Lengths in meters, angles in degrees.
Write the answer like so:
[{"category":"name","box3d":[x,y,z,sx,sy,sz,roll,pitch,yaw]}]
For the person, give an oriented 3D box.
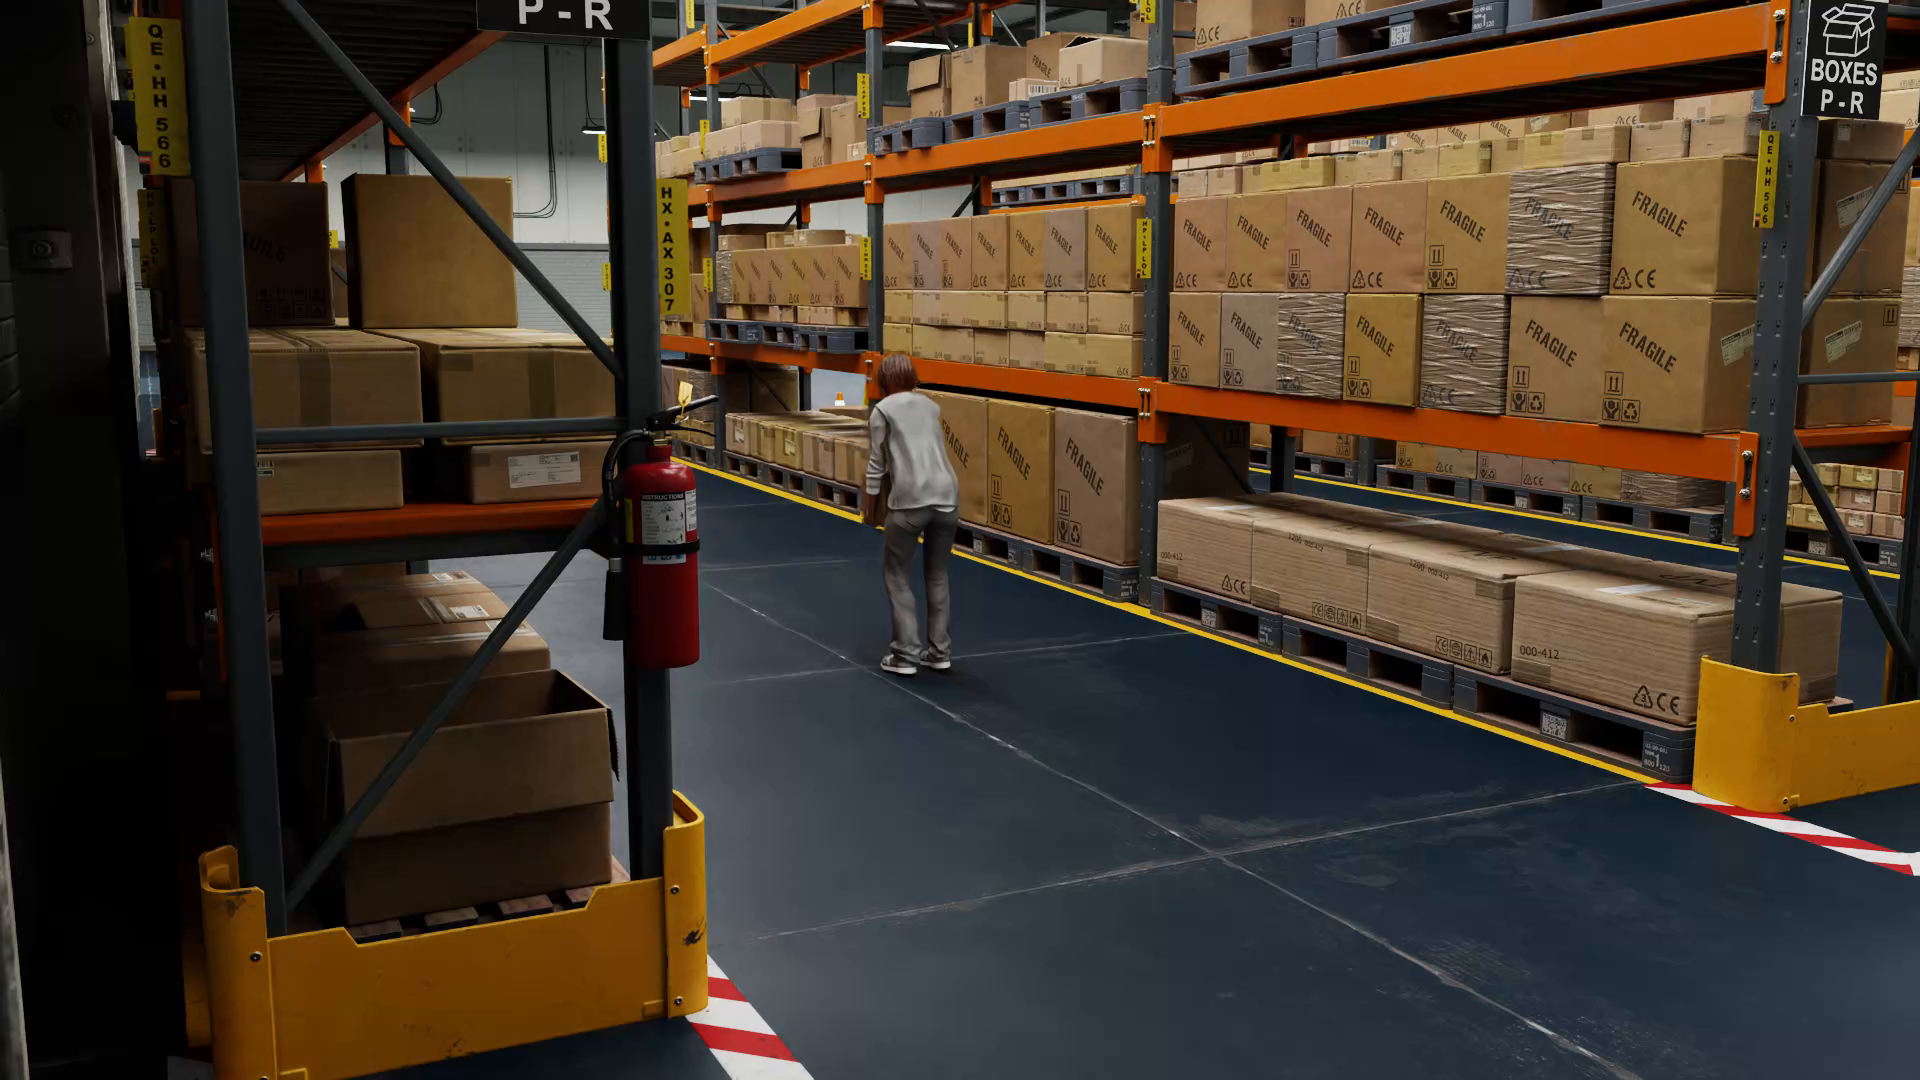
[{"category":"person","box3d":[-0.228,-0.124,7.985,0.371,1.515,0.553,-4,10,-27]}]
